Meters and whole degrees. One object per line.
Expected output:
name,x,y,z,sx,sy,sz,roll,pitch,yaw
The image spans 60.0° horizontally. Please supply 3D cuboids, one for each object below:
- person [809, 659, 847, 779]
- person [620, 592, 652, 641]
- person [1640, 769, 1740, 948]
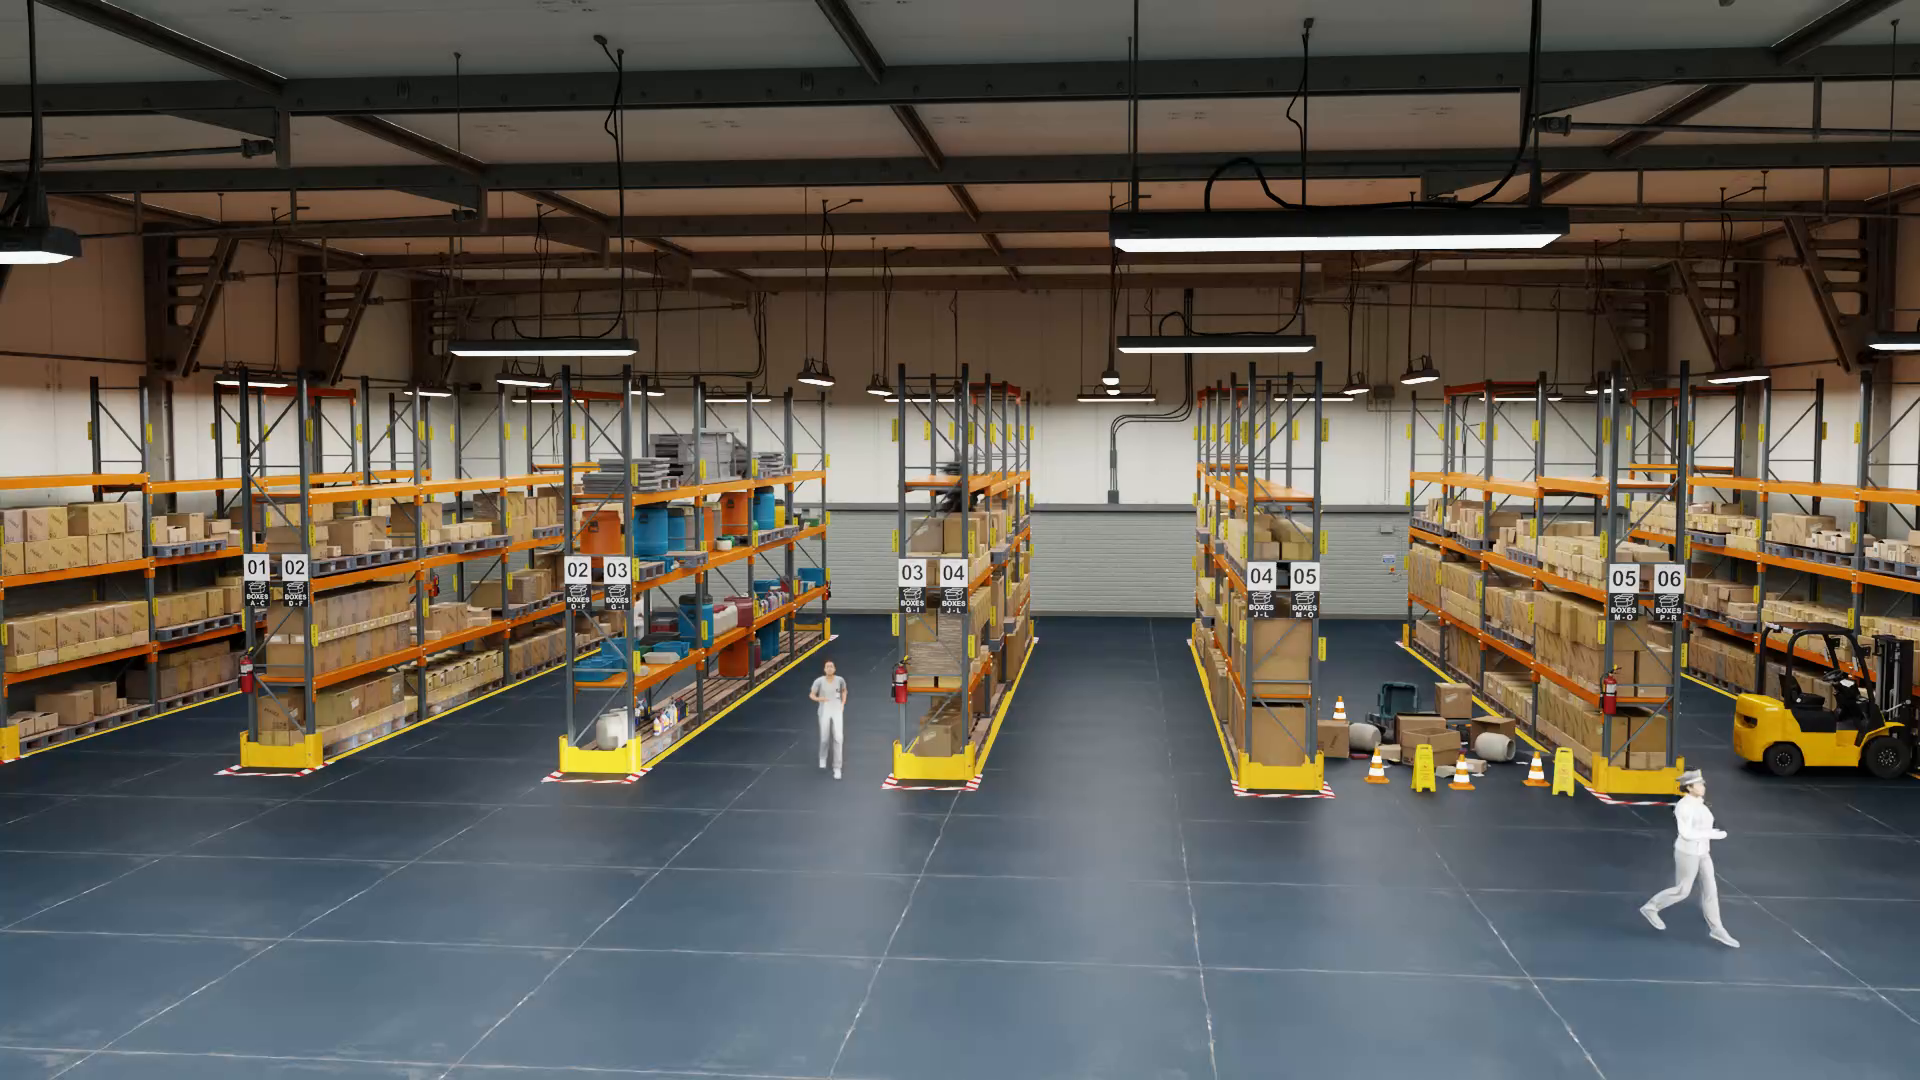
person,-1.926,2.596,24.424,0.572,1.706,0.822,-1,4,-10
person,-6.949,1.836,35.646,0.676,1.769,0.698,-1,4,-9
person,7.180,3.085,16.326,0.920,1.702,0.612,3,5,42
